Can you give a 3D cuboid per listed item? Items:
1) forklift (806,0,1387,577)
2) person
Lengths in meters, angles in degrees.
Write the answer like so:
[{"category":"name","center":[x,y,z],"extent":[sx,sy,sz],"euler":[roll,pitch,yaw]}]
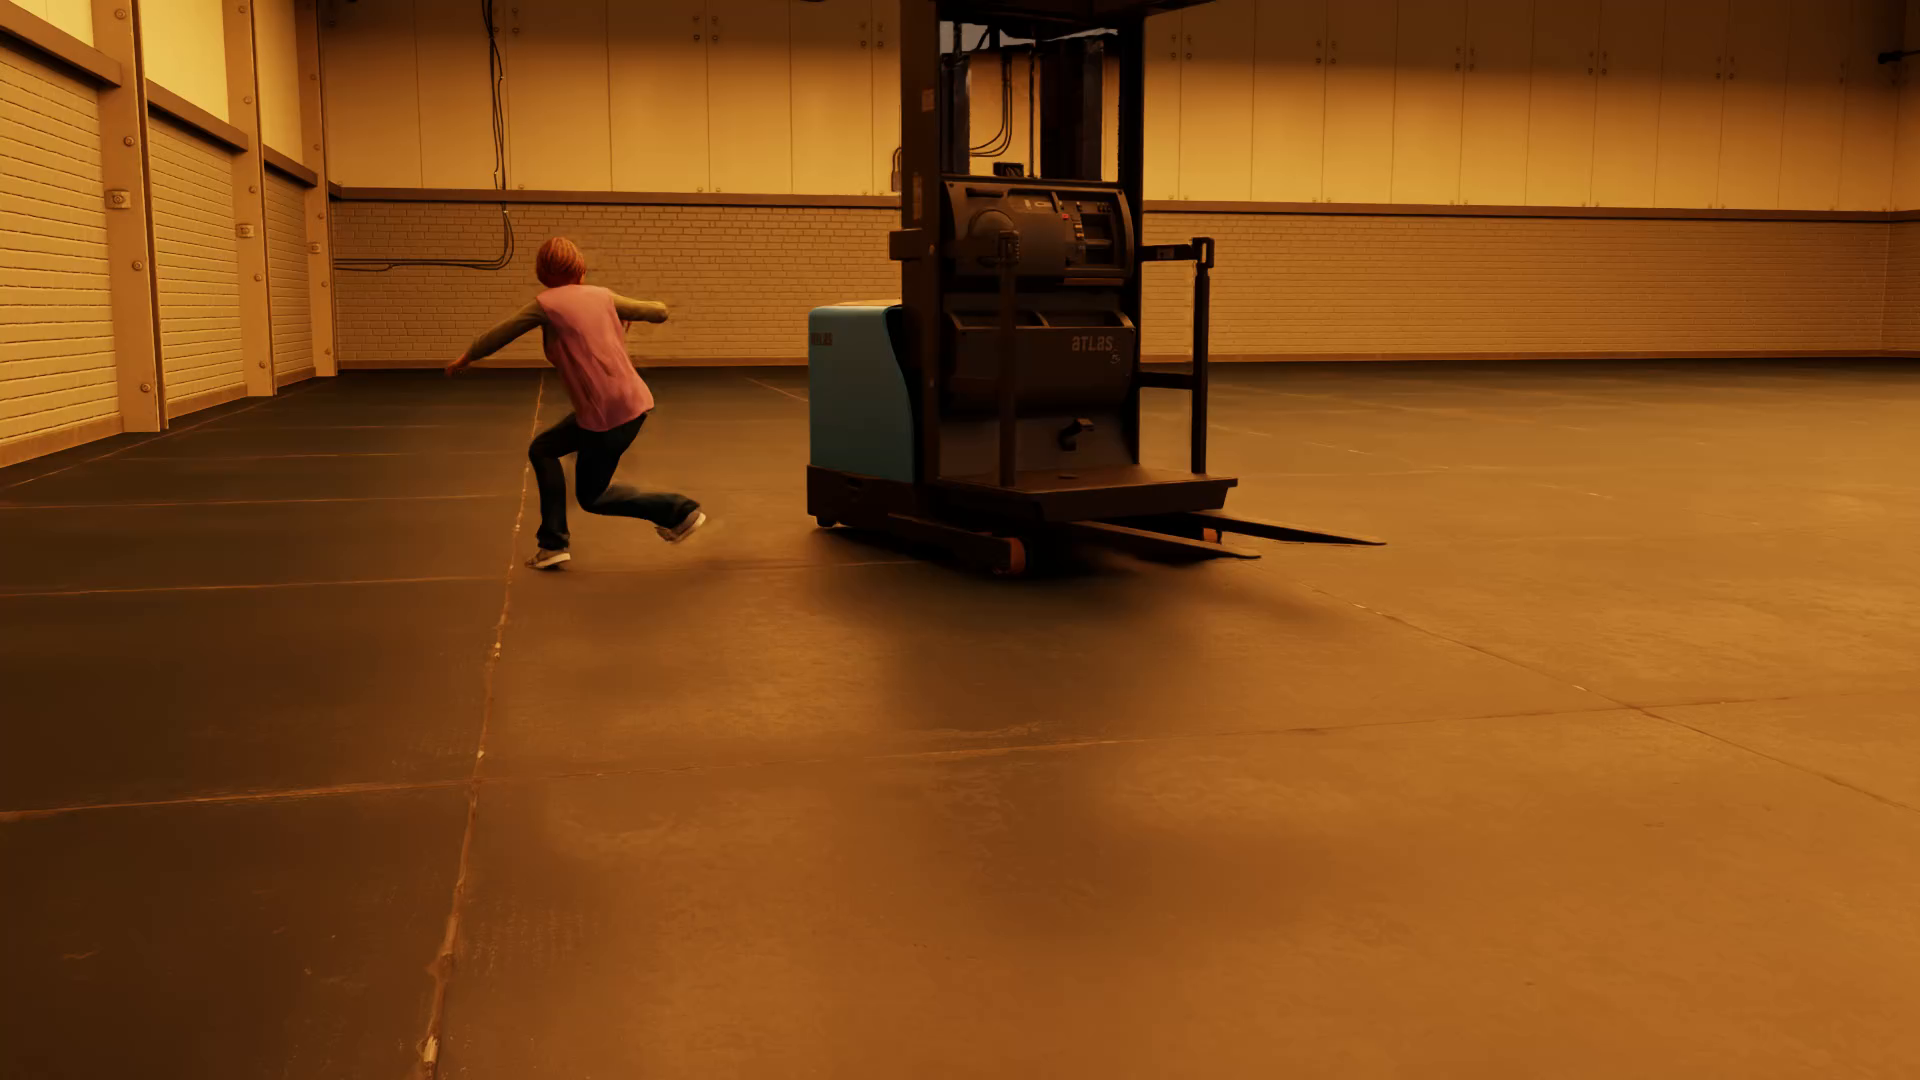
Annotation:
[{"category":"forklift","center":[0.464,-1.375,6.956],"extent":[1.130,2.935,3.031],"euler":[-5,9,-32]},{"category":"person","center":[-1.595,-0.565,6.953],"extent":[1.037,1.374,0.727],"euler":[2,8,16]}]
